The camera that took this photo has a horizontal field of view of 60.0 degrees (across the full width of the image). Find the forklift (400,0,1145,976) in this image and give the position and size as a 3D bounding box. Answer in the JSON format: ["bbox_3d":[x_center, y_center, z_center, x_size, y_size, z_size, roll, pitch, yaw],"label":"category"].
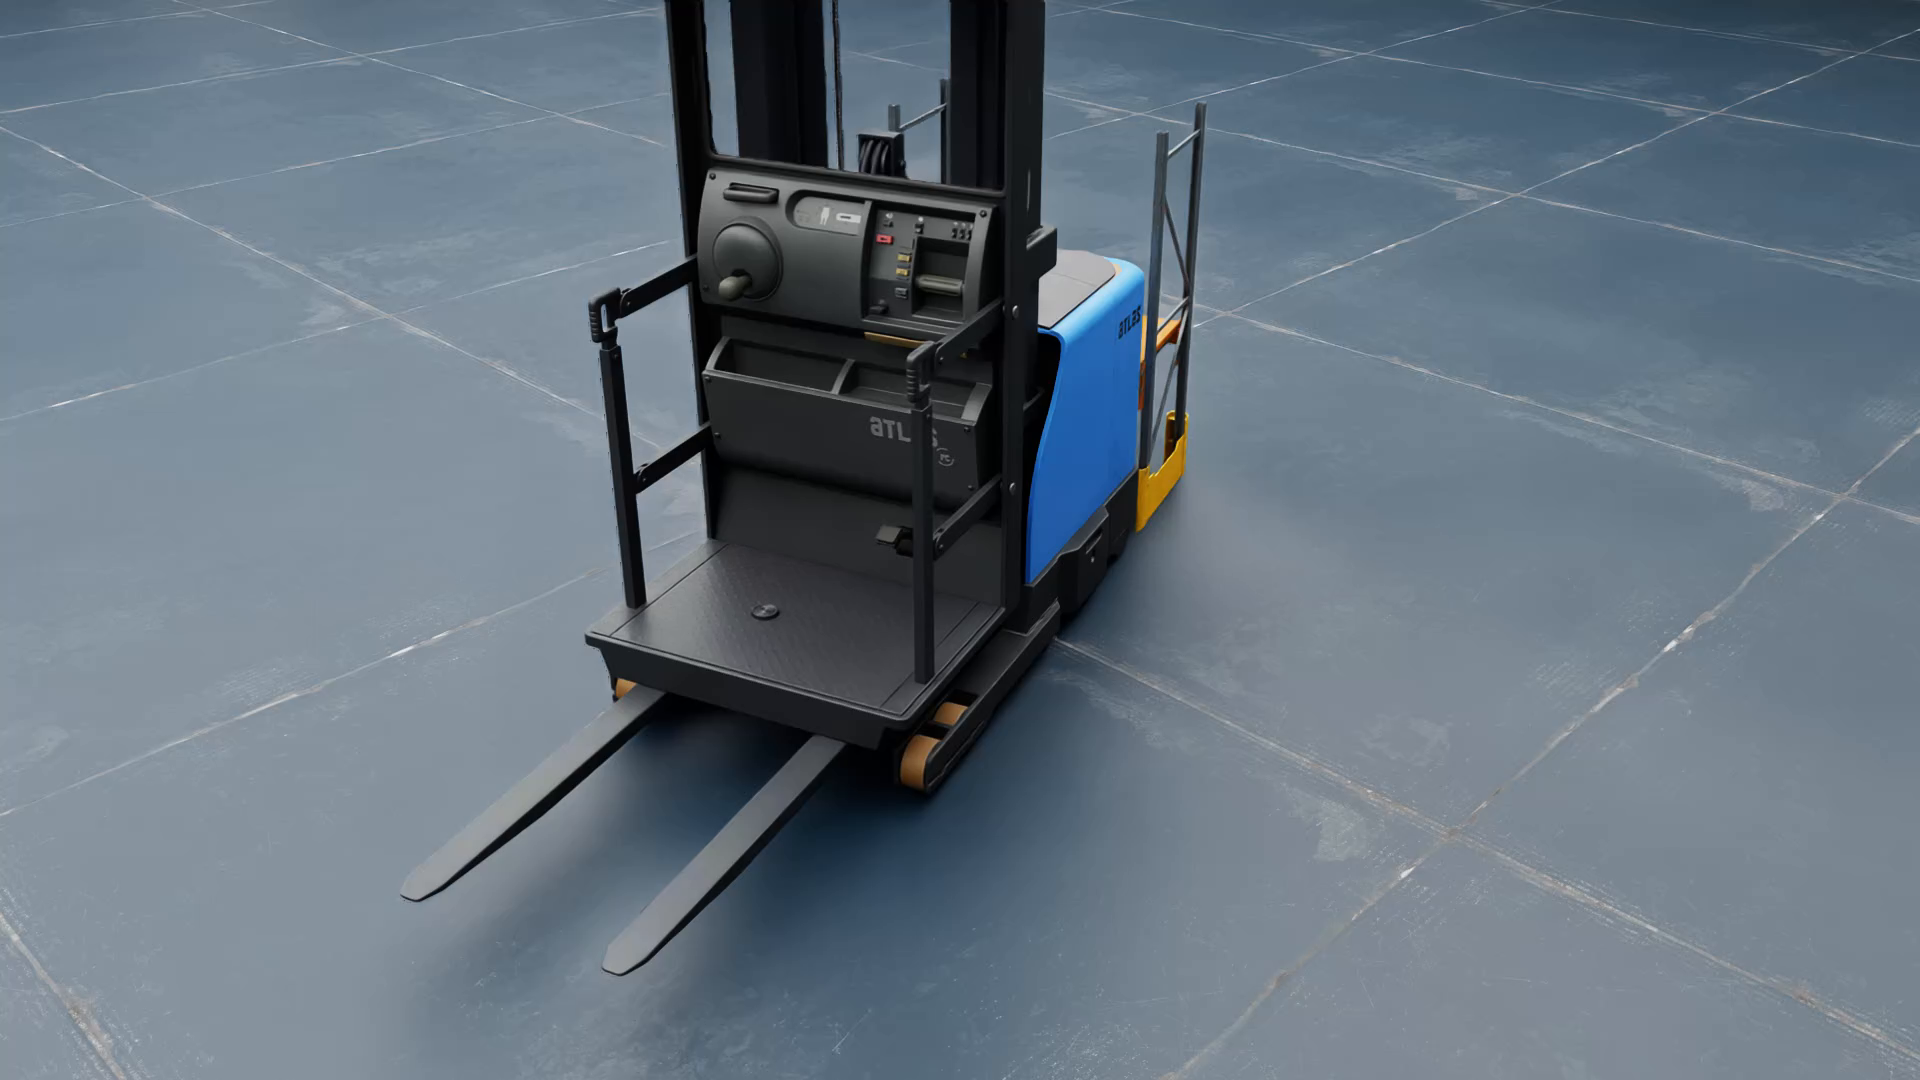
[{"bbox_3d":[-0.433,-0.794,4.610,1.130,2.935,3.031,13,30,22],"label":"forklift"}]

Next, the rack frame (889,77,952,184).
[{"bbox_3d":[-0.145,-1.019,6.577,0.032,1.500,0.500,12,30,21],"label":"rack frame"}]

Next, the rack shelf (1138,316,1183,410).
[{"bbox_3d":[0.320,-0.764,6.479,1.000,0.185,0.538,12,30,21],"label":"rack shelf"}]

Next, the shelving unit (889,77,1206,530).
[{"bbox_3d":[0.311,-0.925,6.398,1.083,1.500,0.587,12,30,21],"label":"shelving unit"}]

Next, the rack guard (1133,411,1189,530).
[{"bbox_3d":[0.767,-0.279,6.511,0.087,0.250,0.587,12,30,21],"label":"rack guard"}]

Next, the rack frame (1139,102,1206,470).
[{"bbox_3d":[0.785,-0.828,6.214,0.032,1.500,0.500,12,30,21],"label":"rack frame"}]
